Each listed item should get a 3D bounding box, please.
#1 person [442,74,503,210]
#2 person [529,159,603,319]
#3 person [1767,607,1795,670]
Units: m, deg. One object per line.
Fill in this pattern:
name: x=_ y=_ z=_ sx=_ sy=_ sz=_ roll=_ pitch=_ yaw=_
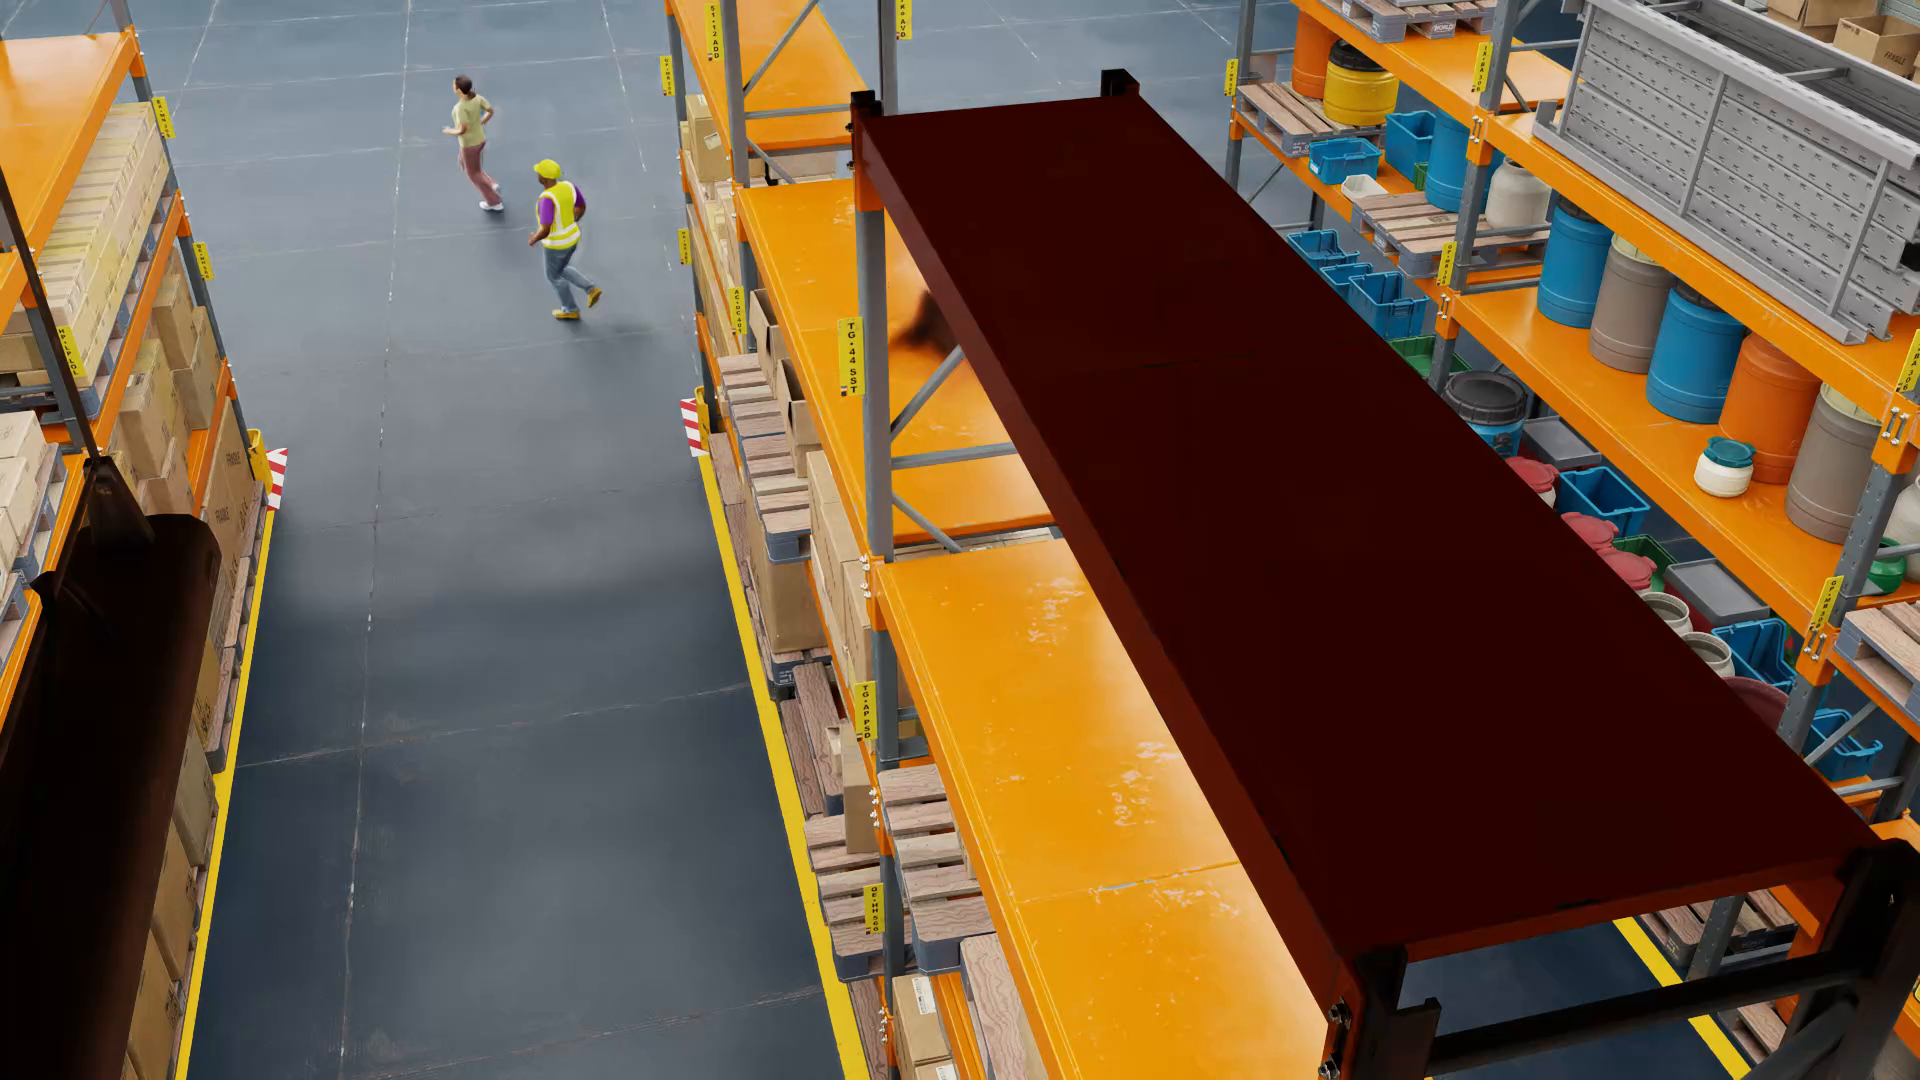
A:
person: x=-5.711 y=-4.638 z=19.400 sx=0.556 sy=1.628 sz=0.555 roll=8 pitch=35 yaw=12
person: x=-4.055 y=-3.050 z=17.025 sx=0.578 sy=1.738 sz=0.719 roll=12 pitch=36 yaw=16
person: x=5.947 y=0.191 z=12.170 sx=0.602 sy=1.746 sz=0.801 roll=-8 pitch=35 yaw=-12
